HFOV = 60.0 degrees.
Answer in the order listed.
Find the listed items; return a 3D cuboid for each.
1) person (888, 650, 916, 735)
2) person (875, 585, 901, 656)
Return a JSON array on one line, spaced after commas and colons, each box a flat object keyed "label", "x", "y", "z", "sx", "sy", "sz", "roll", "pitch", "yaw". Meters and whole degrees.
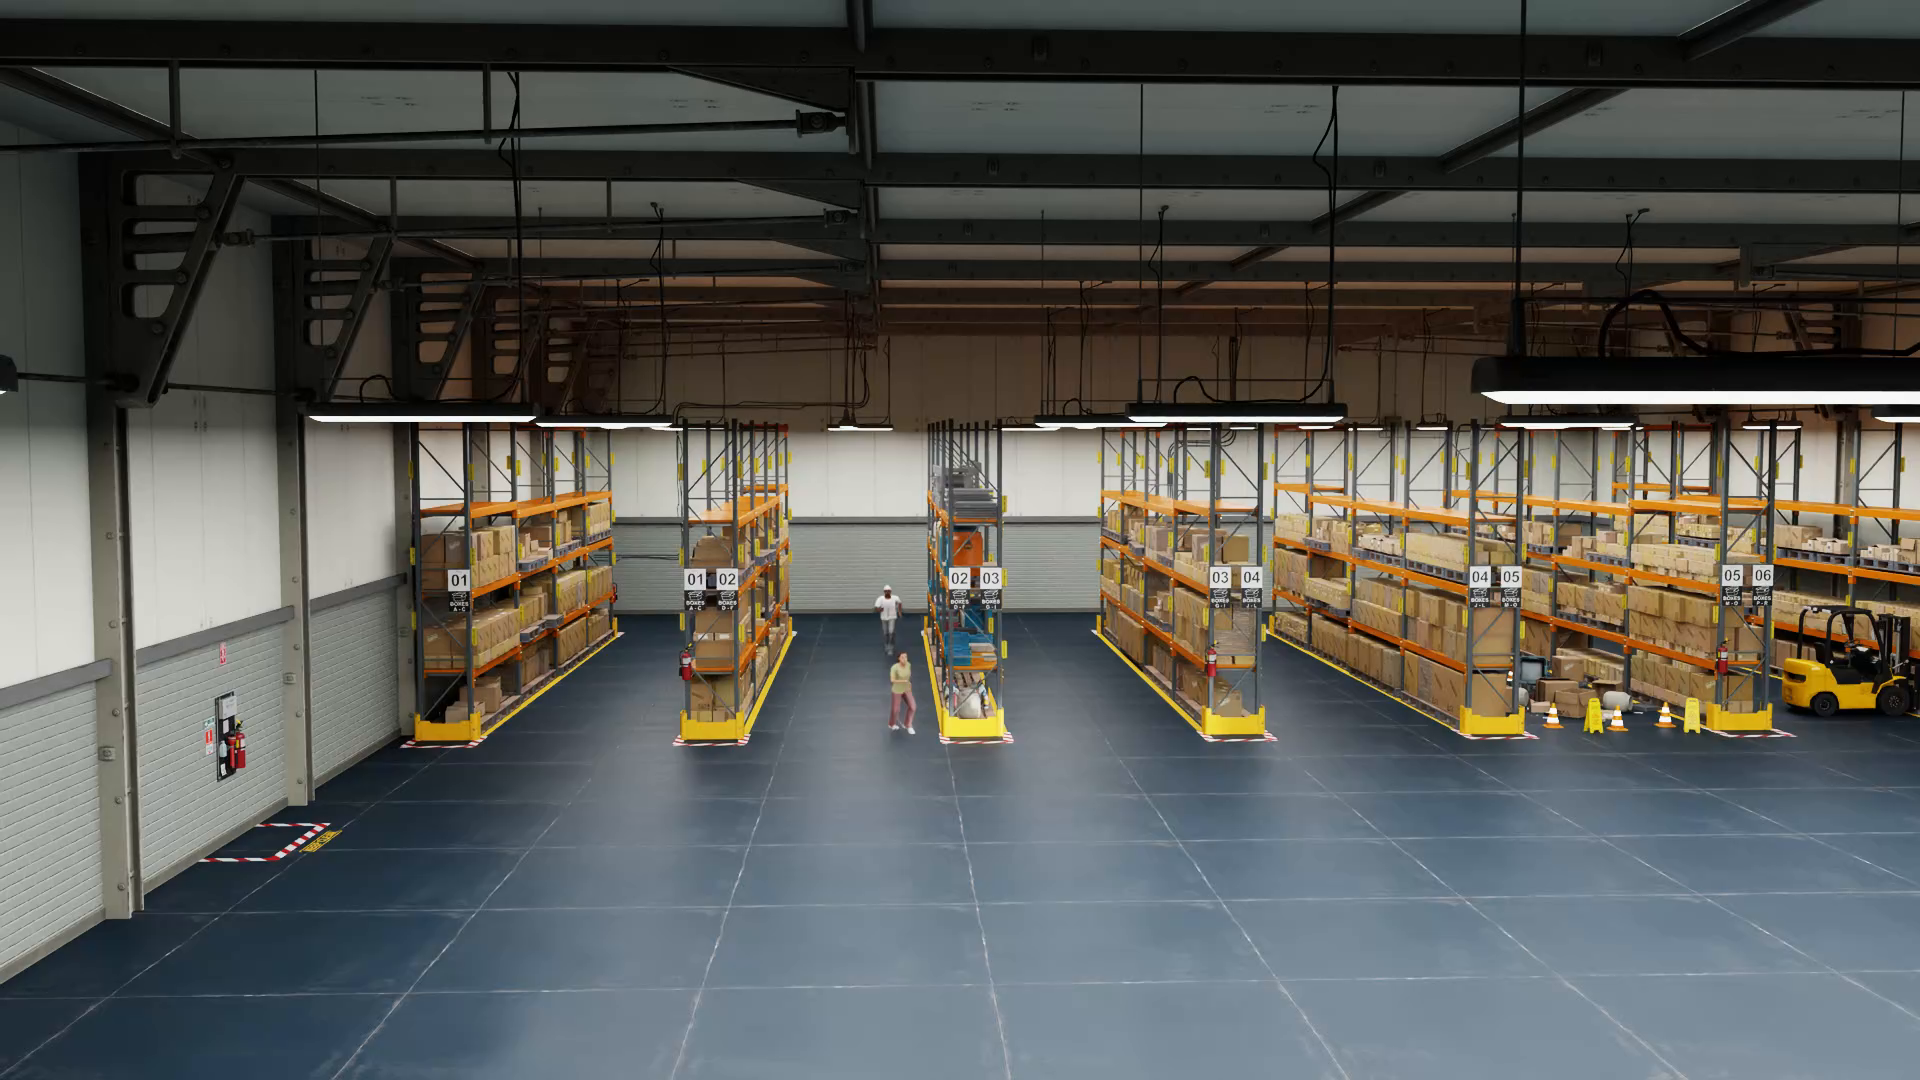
[{"label": "person", "x": -1.136, "y": 2.886, "z": 31.591, "sx": 0.517, "sy": 1.613, "sz": 0.905, "roll": -2, "pitch": 4, "yaw": -25}, {"label": "person", "x": -1.867, "y": 2.079, "z": 43.147, "sx": 0.661, "sy": 1.823, "sz": 0.852, "roll": 0, "pitch": 4, "yaw": 5}]
